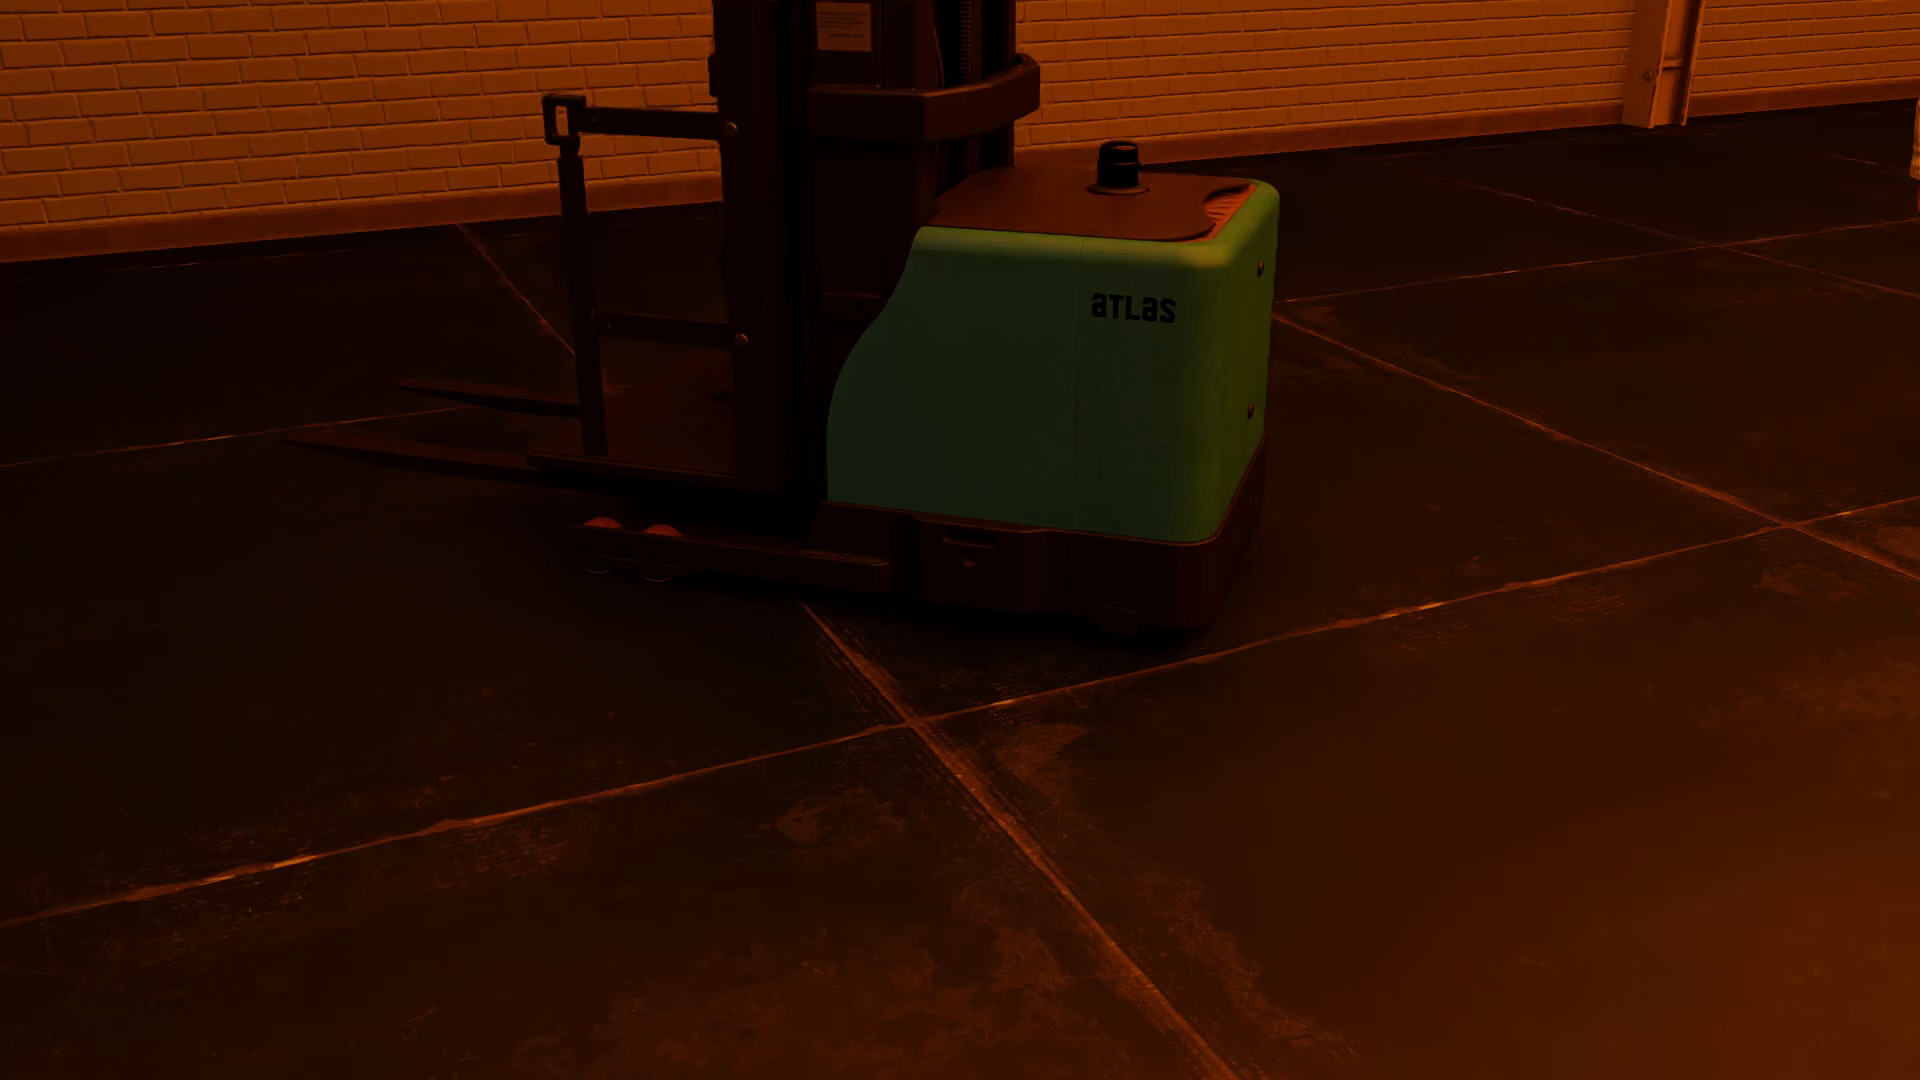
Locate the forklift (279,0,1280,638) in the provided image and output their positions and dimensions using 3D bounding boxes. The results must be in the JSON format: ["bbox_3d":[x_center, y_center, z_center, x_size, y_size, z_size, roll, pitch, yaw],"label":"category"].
[{"bbox_3d":[-0.635,-1.414,4.689,3.031,2.935,1.130,7,24,17],"label":"forklift"}]

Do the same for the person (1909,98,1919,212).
[{"bbox_3d":[3.596,-1.184,5.621,0.580,1.777,0.698,-15,27,-32],"label":"person"}]
